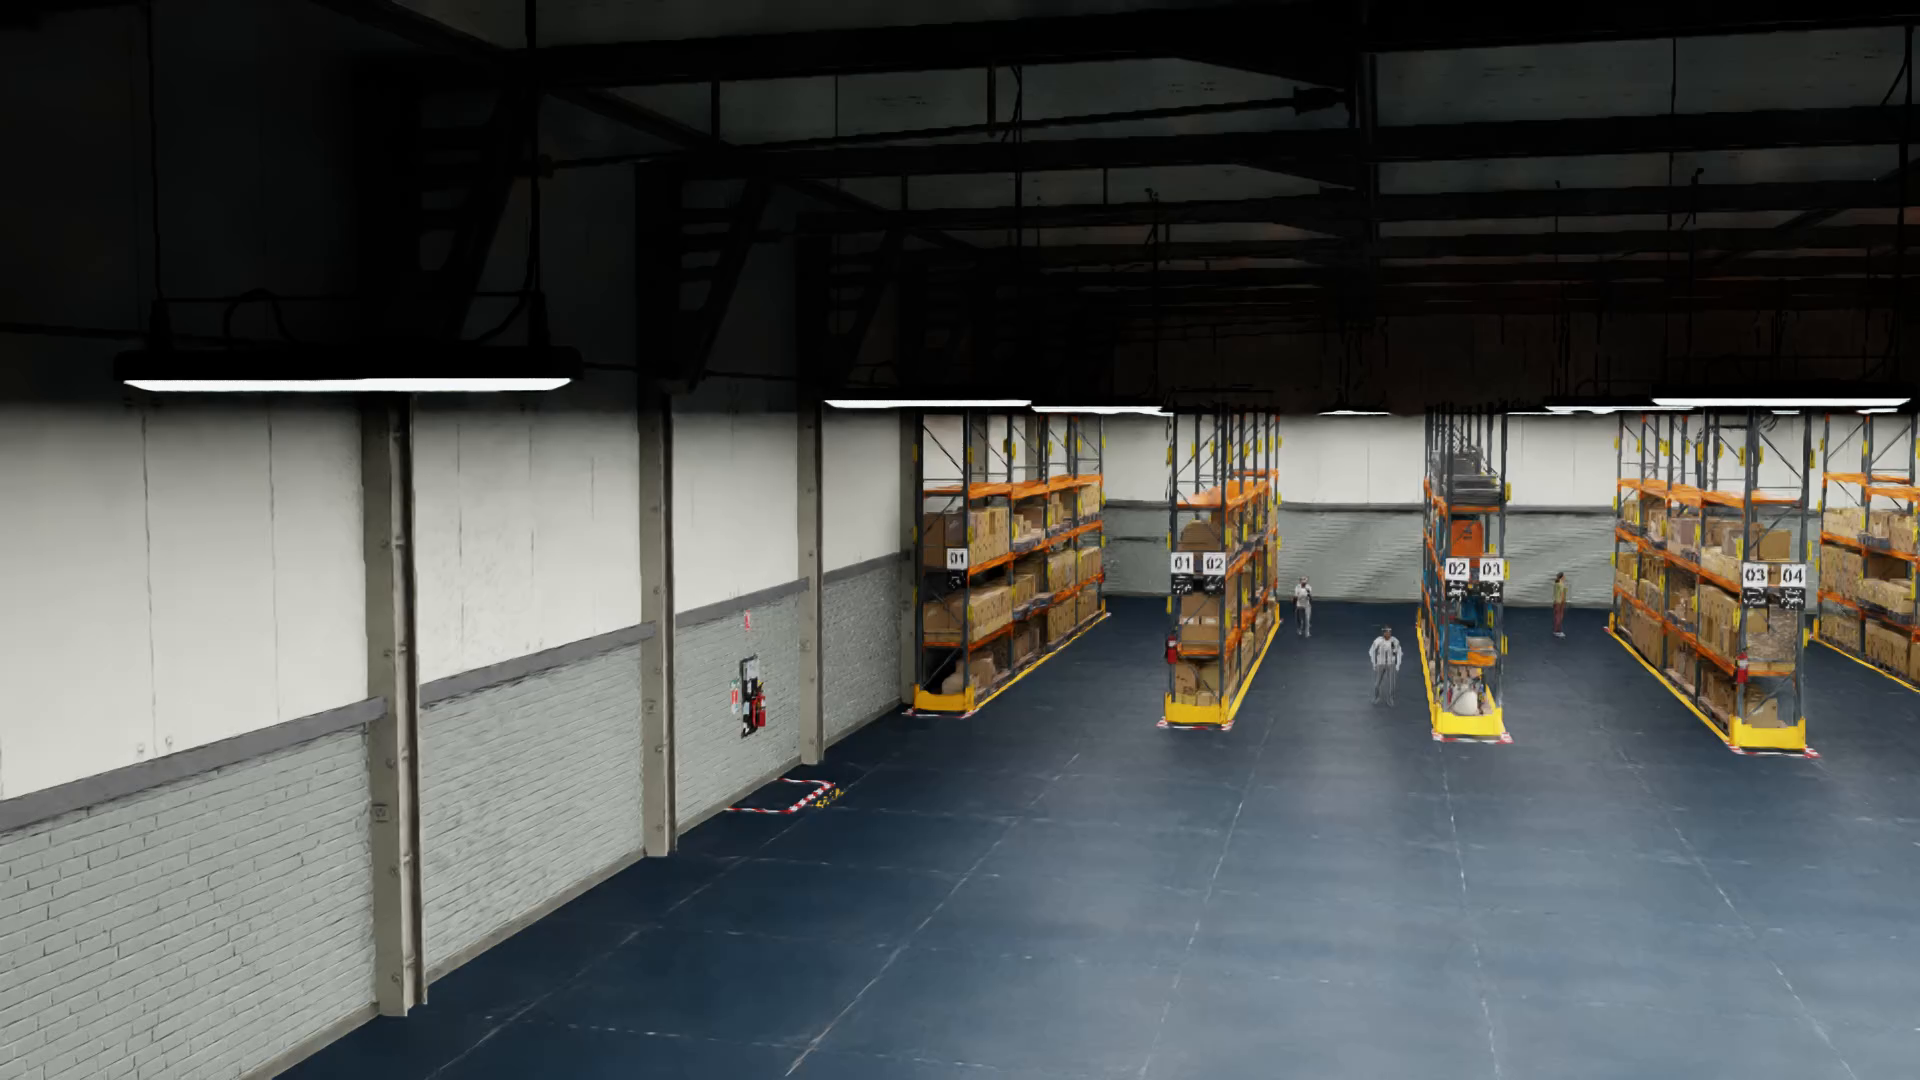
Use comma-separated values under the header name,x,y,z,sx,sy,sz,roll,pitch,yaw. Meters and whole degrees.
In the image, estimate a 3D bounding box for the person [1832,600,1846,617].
name,x,y,z,sx,sy,sz,roll,pitch,yaw
person,23.733,1.572,44.782,0.454,1.667,0.619,-1,4,-13

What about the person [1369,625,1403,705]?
name,x,y,z,sx,sy,sz,roll,pitch,yaw
person,8.474,2.474,33.094,0.639,1.628,0.512,1,4,13

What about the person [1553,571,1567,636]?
name,x,y,z,sx,sy,sz,roll,pitch,yaw
person,15.717,1.654,43.521,0.389,1.676,0.556,0,4,-5

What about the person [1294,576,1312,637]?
name,x,y,z,sx,sy,sz,roll,pitch,yaw
person,8.948,1.700,43.397,0.455,1.577,1.073,1,4,11
